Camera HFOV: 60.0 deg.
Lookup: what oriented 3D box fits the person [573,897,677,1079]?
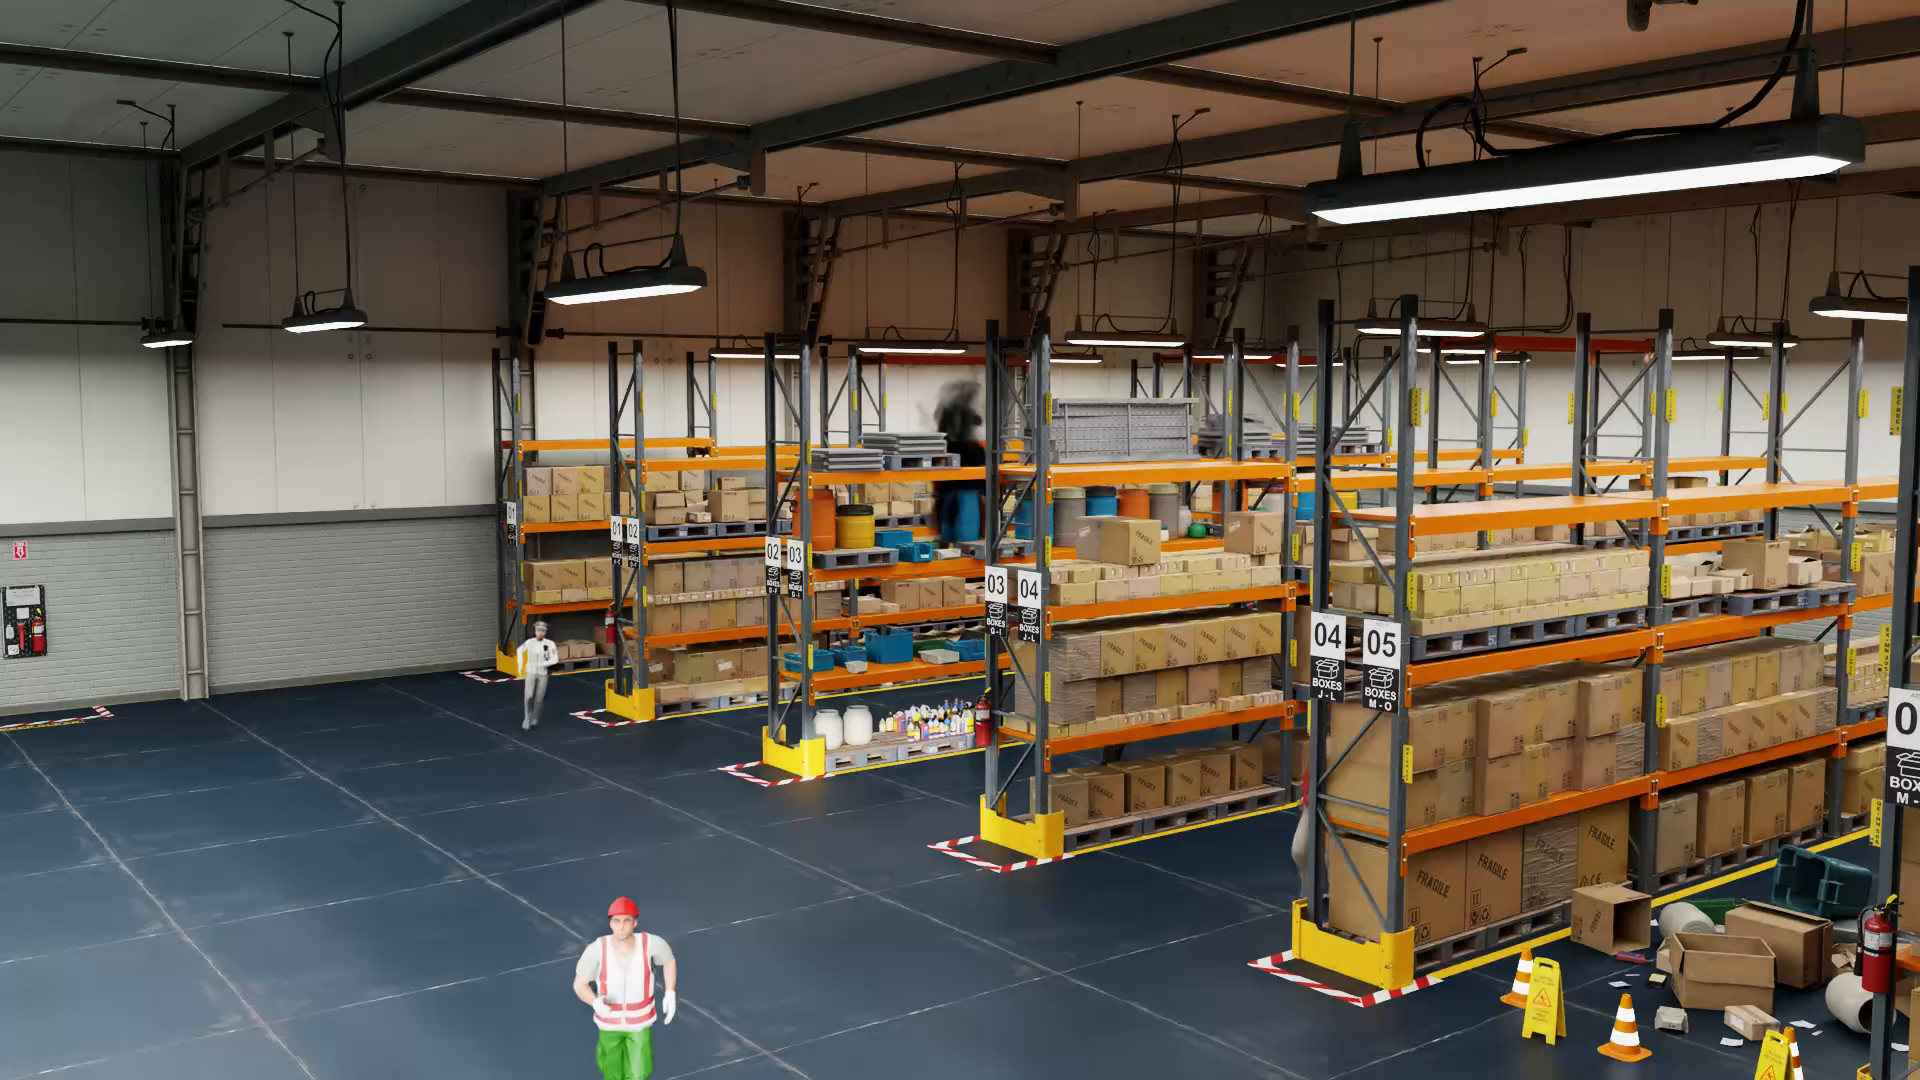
[{"bbox_3d":[-2.254,3.280,11.227,0.682,1.807,0.883,-1,5,-8],"label":"person"}]

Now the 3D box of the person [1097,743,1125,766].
[{"bbox_3d":[1.976,2.137,21.695,0.663,1.706,0.679,5,7,43],"label":"person"}]

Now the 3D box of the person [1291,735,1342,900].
[{"bbox_3d":[3.644,2.842,16.794,0.646,1.757,0.686,5,7,43],"label":"person"}]

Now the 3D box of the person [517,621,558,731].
[{"bbox_3d":[-6.506,2.085,25.637,0.604,1.677,0.606,-1,5,-14],"label":"person"}]
